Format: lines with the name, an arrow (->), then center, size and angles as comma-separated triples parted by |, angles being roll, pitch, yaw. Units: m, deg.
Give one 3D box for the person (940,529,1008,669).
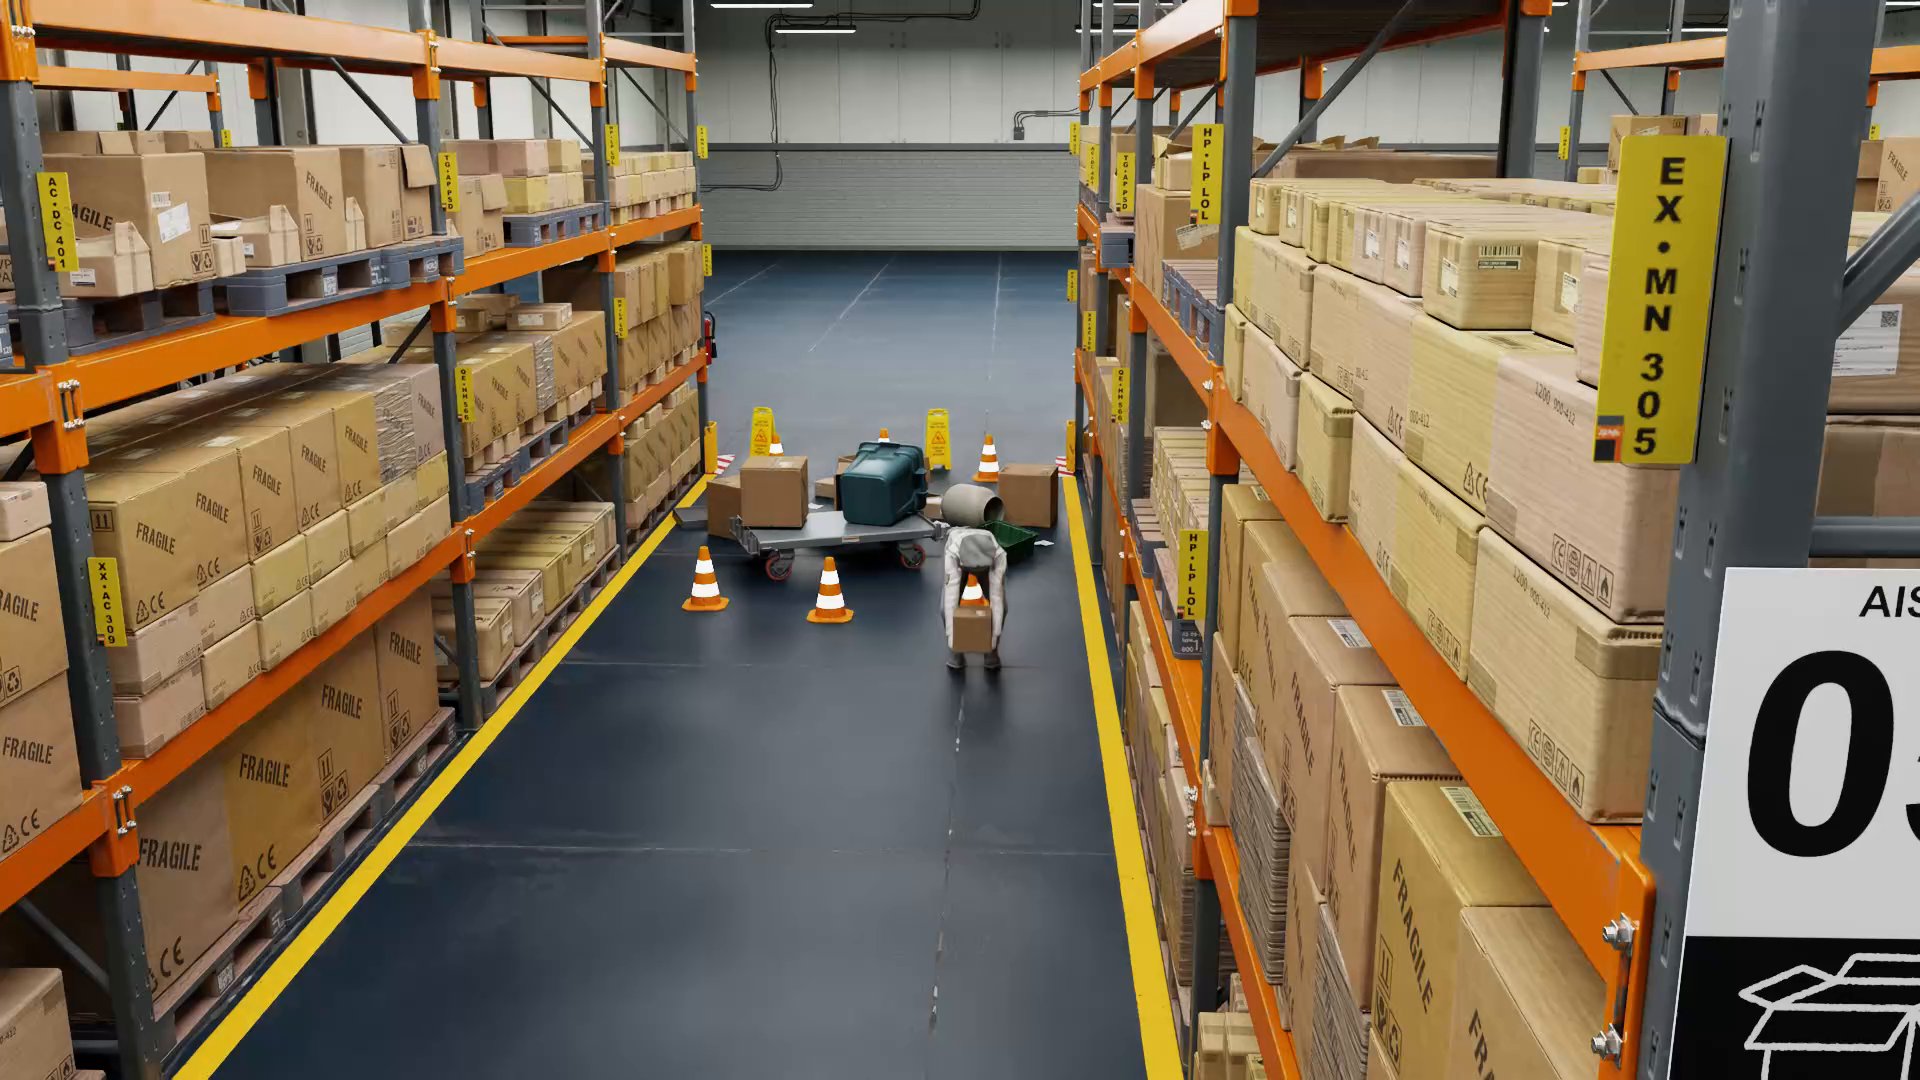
person -> 0.097, 0.394, 11.202 | 0.456, 1.047, 0.922 | 0, 14, -2
